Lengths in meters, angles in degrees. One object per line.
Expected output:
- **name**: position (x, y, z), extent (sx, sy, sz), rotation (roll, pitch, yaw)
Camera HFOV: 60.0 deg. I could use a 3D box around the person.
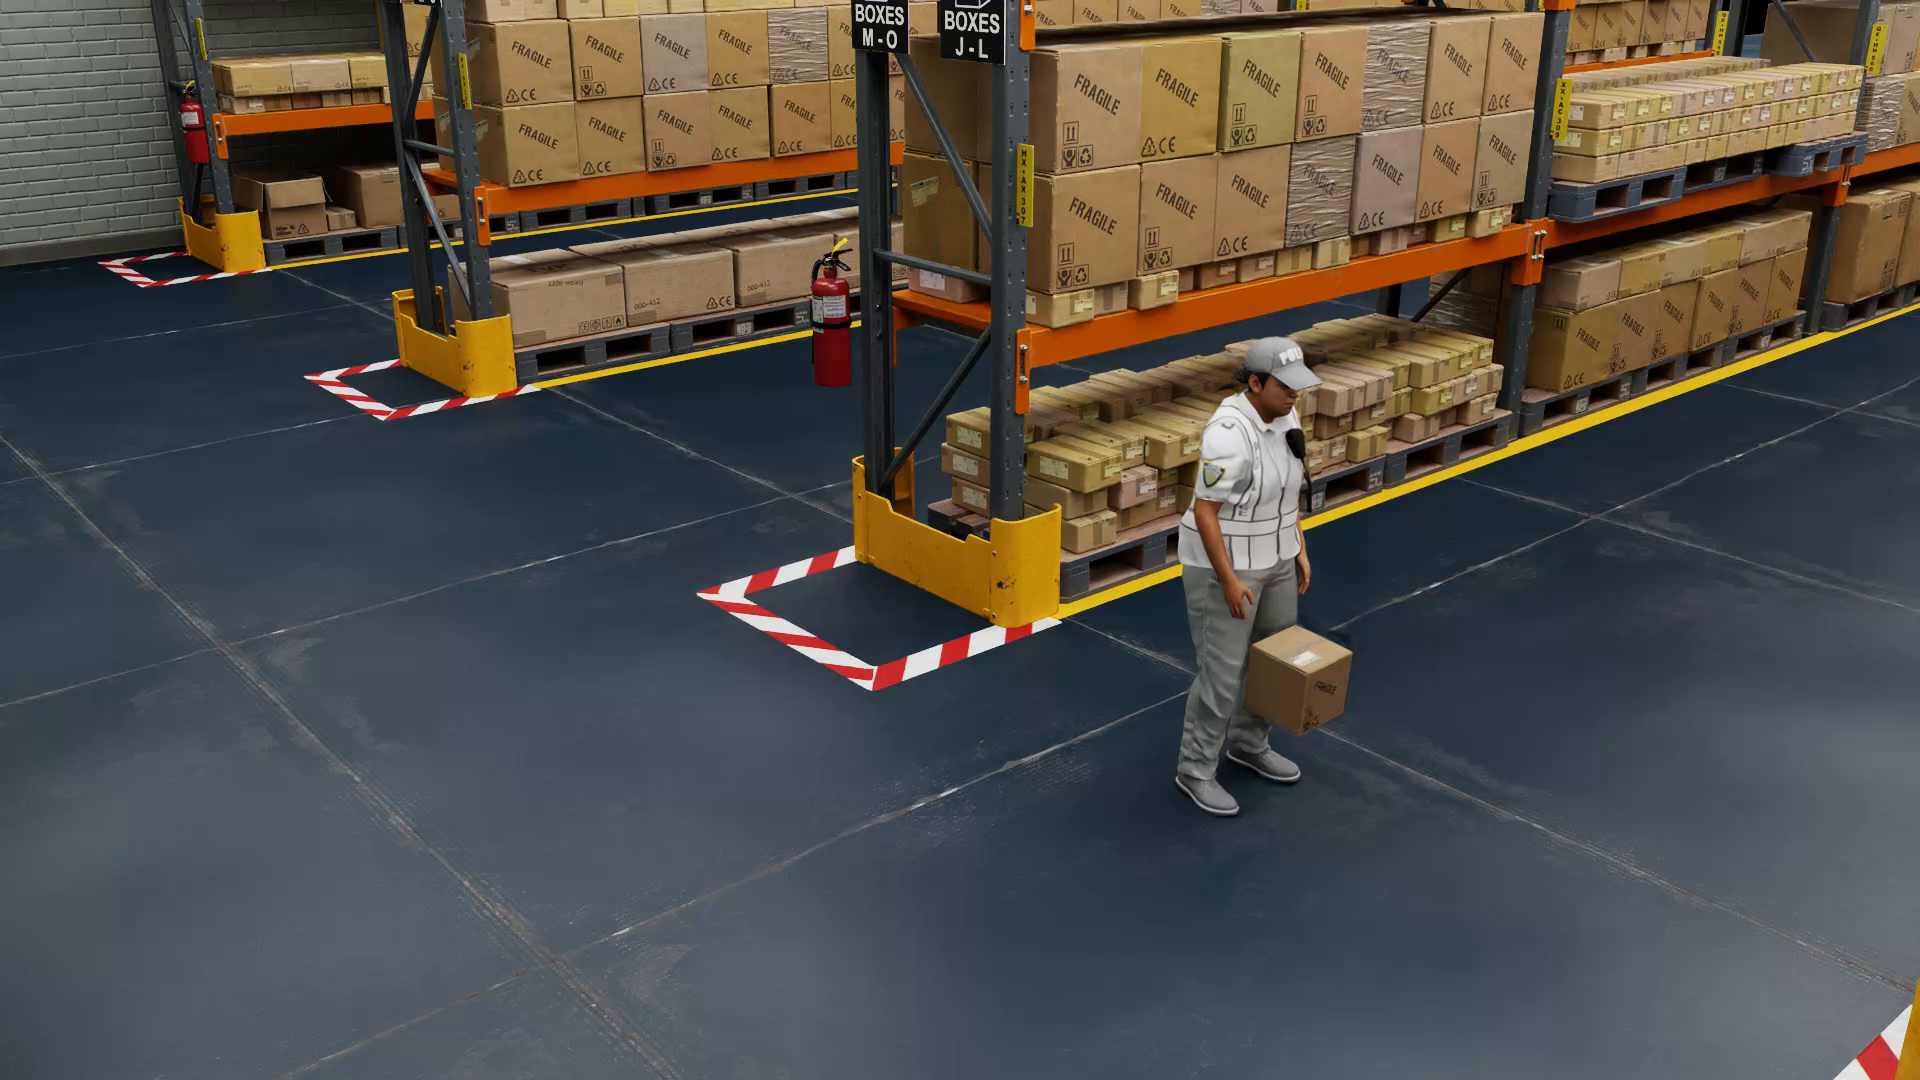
- **person**: position (1.002, 0.101, 5.807), extent (0.526, 1.670, 0.439), rotation (-18, 28, -39)
